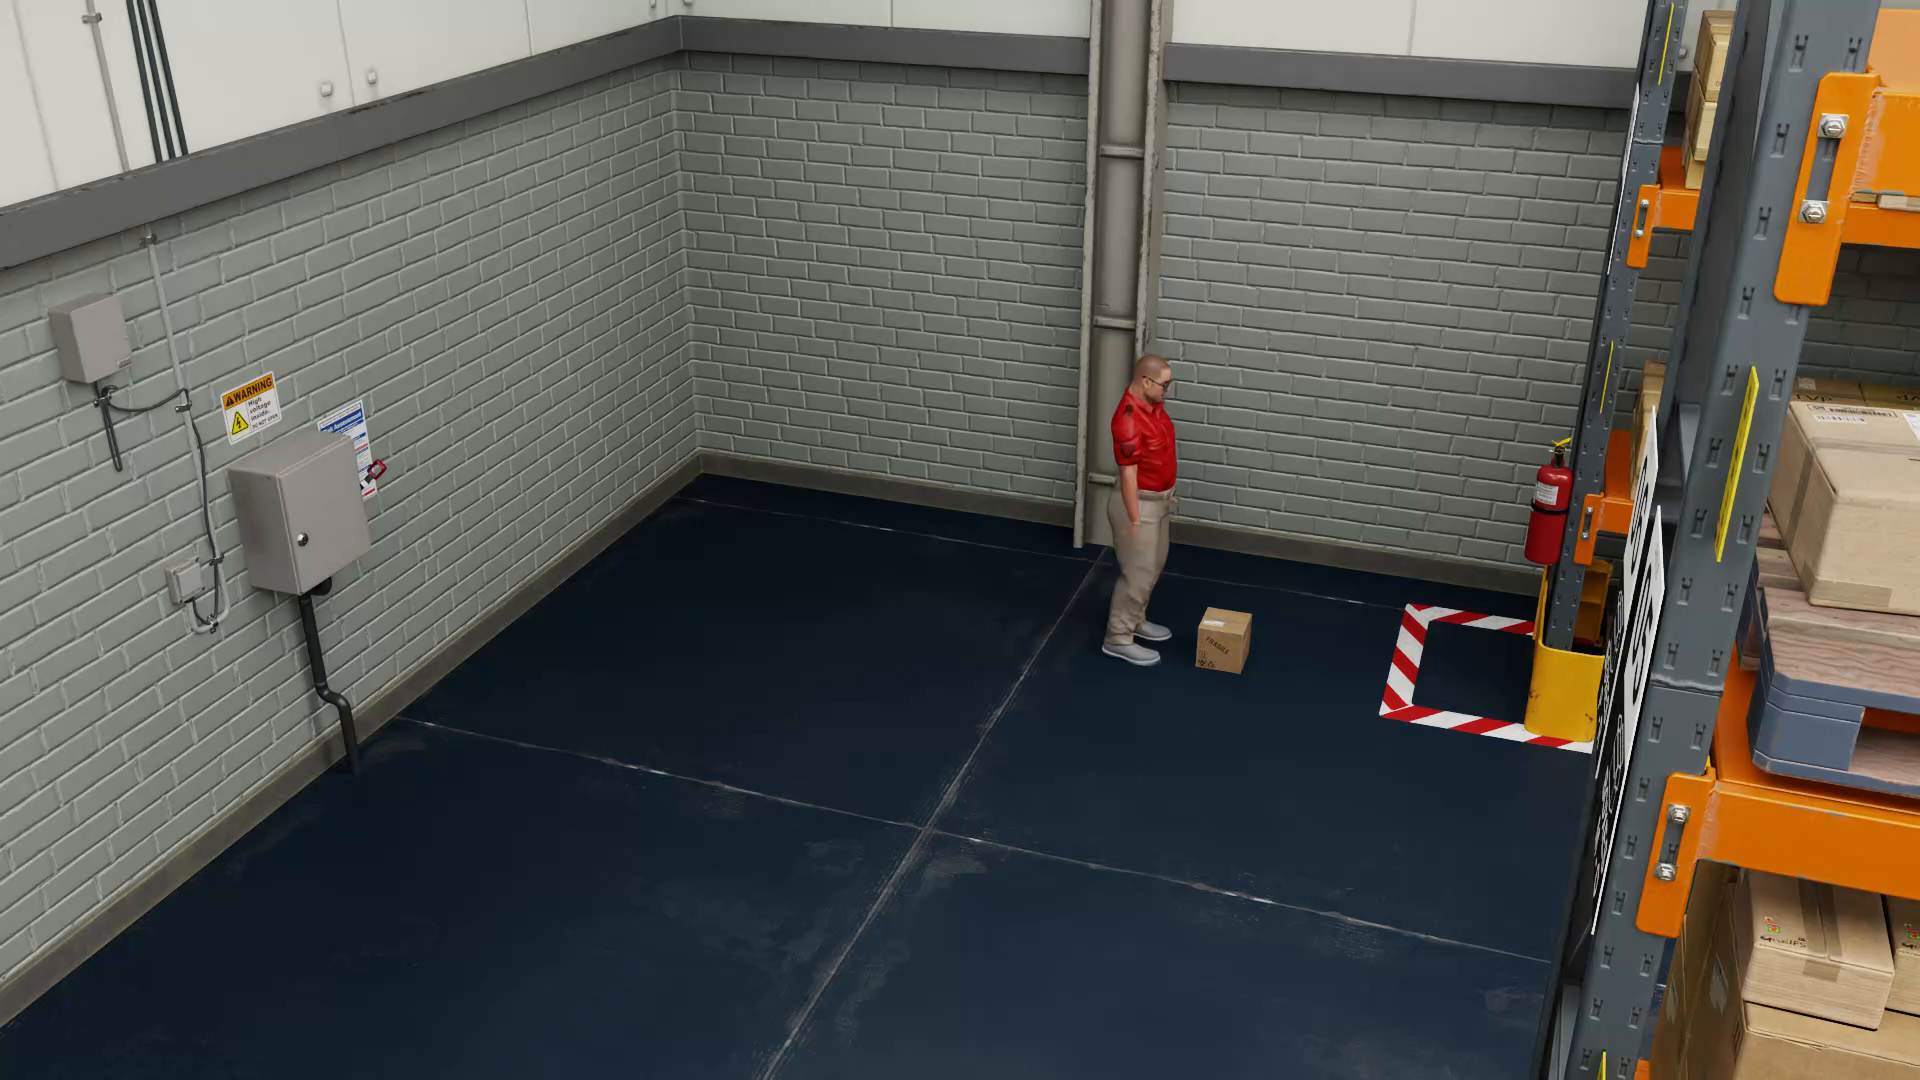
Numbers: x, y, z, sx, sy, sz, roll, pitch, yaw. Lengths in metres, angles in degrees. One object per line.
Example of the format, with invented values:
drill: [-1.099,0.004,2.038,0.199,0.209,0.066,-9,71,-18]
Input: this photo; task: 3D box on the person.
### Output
person: [1.002,-0.187,9.038,0.358,1.720,0.531,9,27,19]
